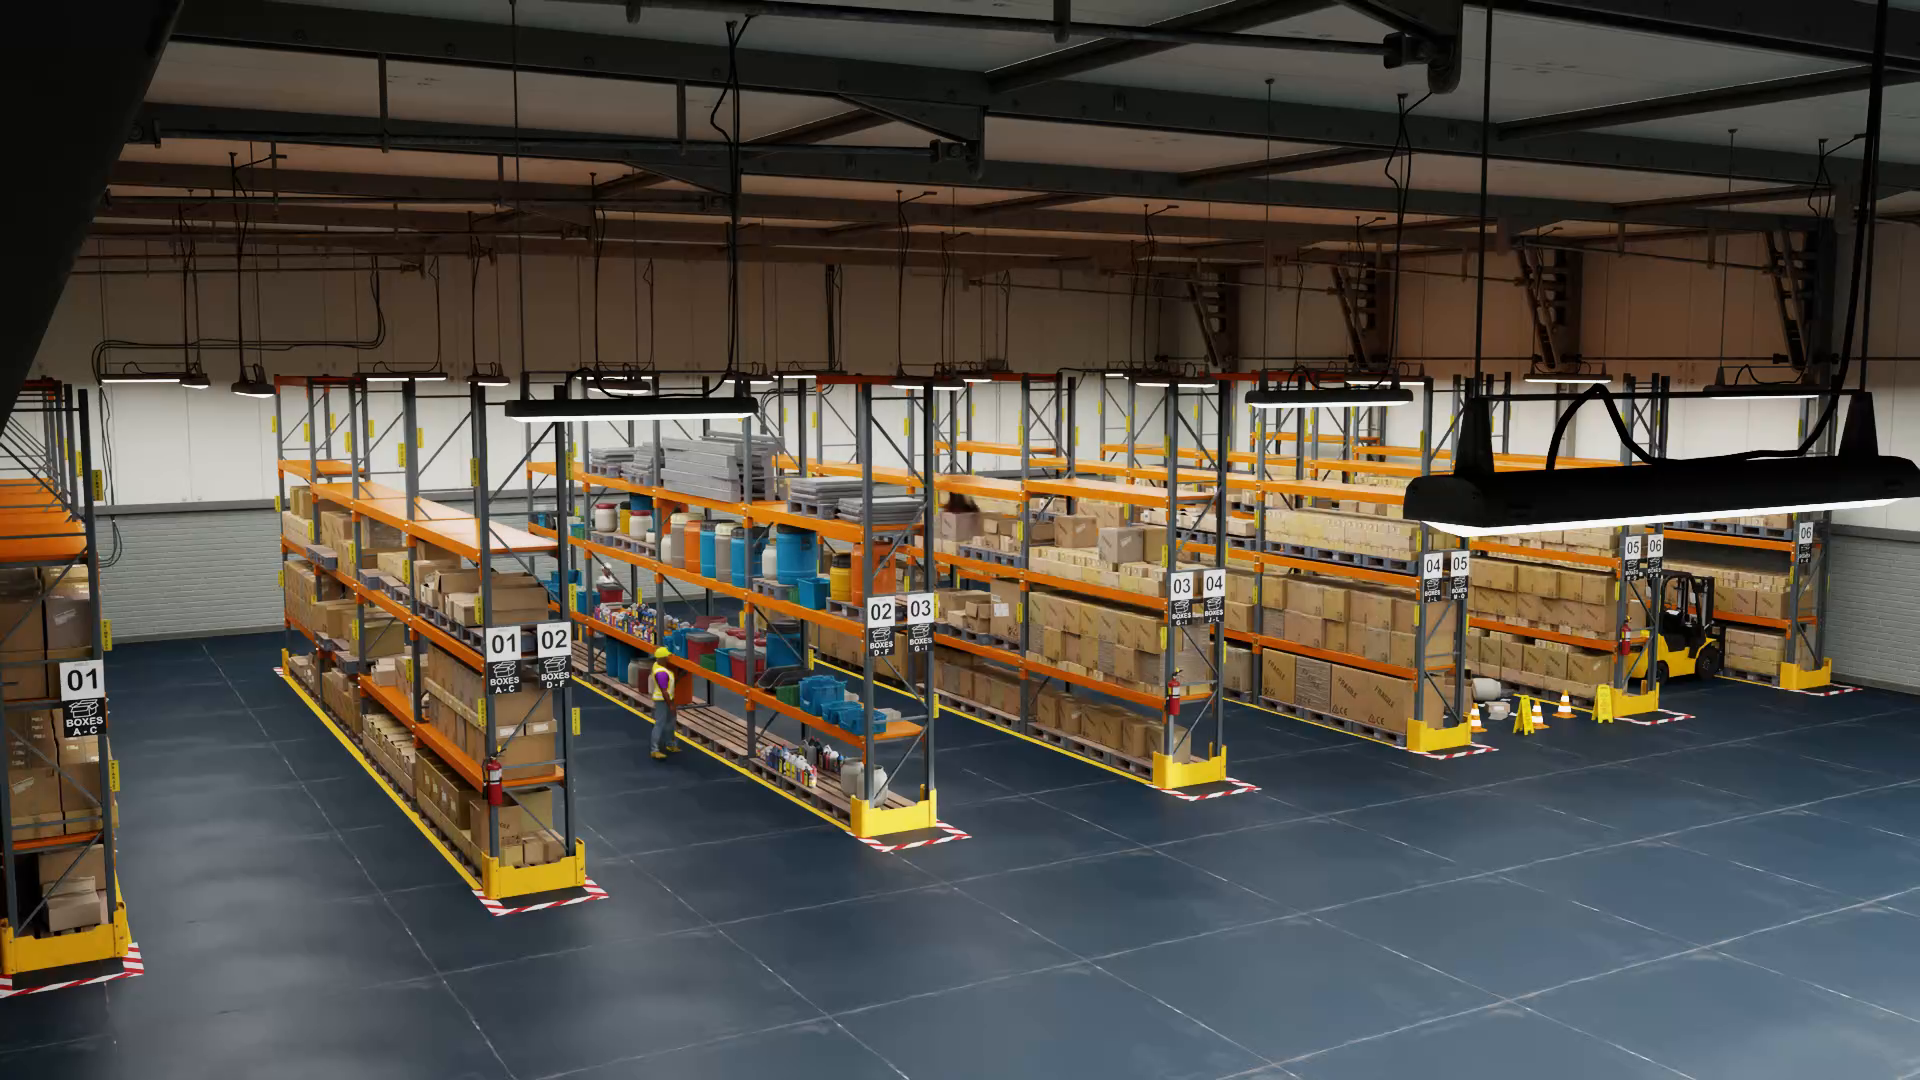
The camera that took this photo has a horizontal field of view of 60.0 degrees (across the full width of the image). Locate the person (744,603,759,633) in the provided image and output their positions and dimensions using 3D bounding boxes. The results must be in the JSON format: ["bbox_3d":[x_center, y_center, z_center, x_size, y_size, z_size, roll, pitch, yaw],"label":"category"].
[{"bbox_3d":[-4.285,1.716,34.615,0.513,1.687,0.465,-2,7,-17],"label":"person"}]

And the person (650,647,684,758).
[{"bbox_3d":[-4.691,2.581,26.487,0.481,1.808,0.680,0,6,1],"label":"person"}]

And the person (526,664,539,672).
[{"bbox_3d":[-8.025,2.032,31.492,0.684,1.816,0.801,-2,6,-14],"label":"person"}]

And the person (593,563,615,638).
[{"bbox_3d":[-7.841,1.374,37.276,1.014,1.720,0.588,1,6,13],"label":"person"}]
